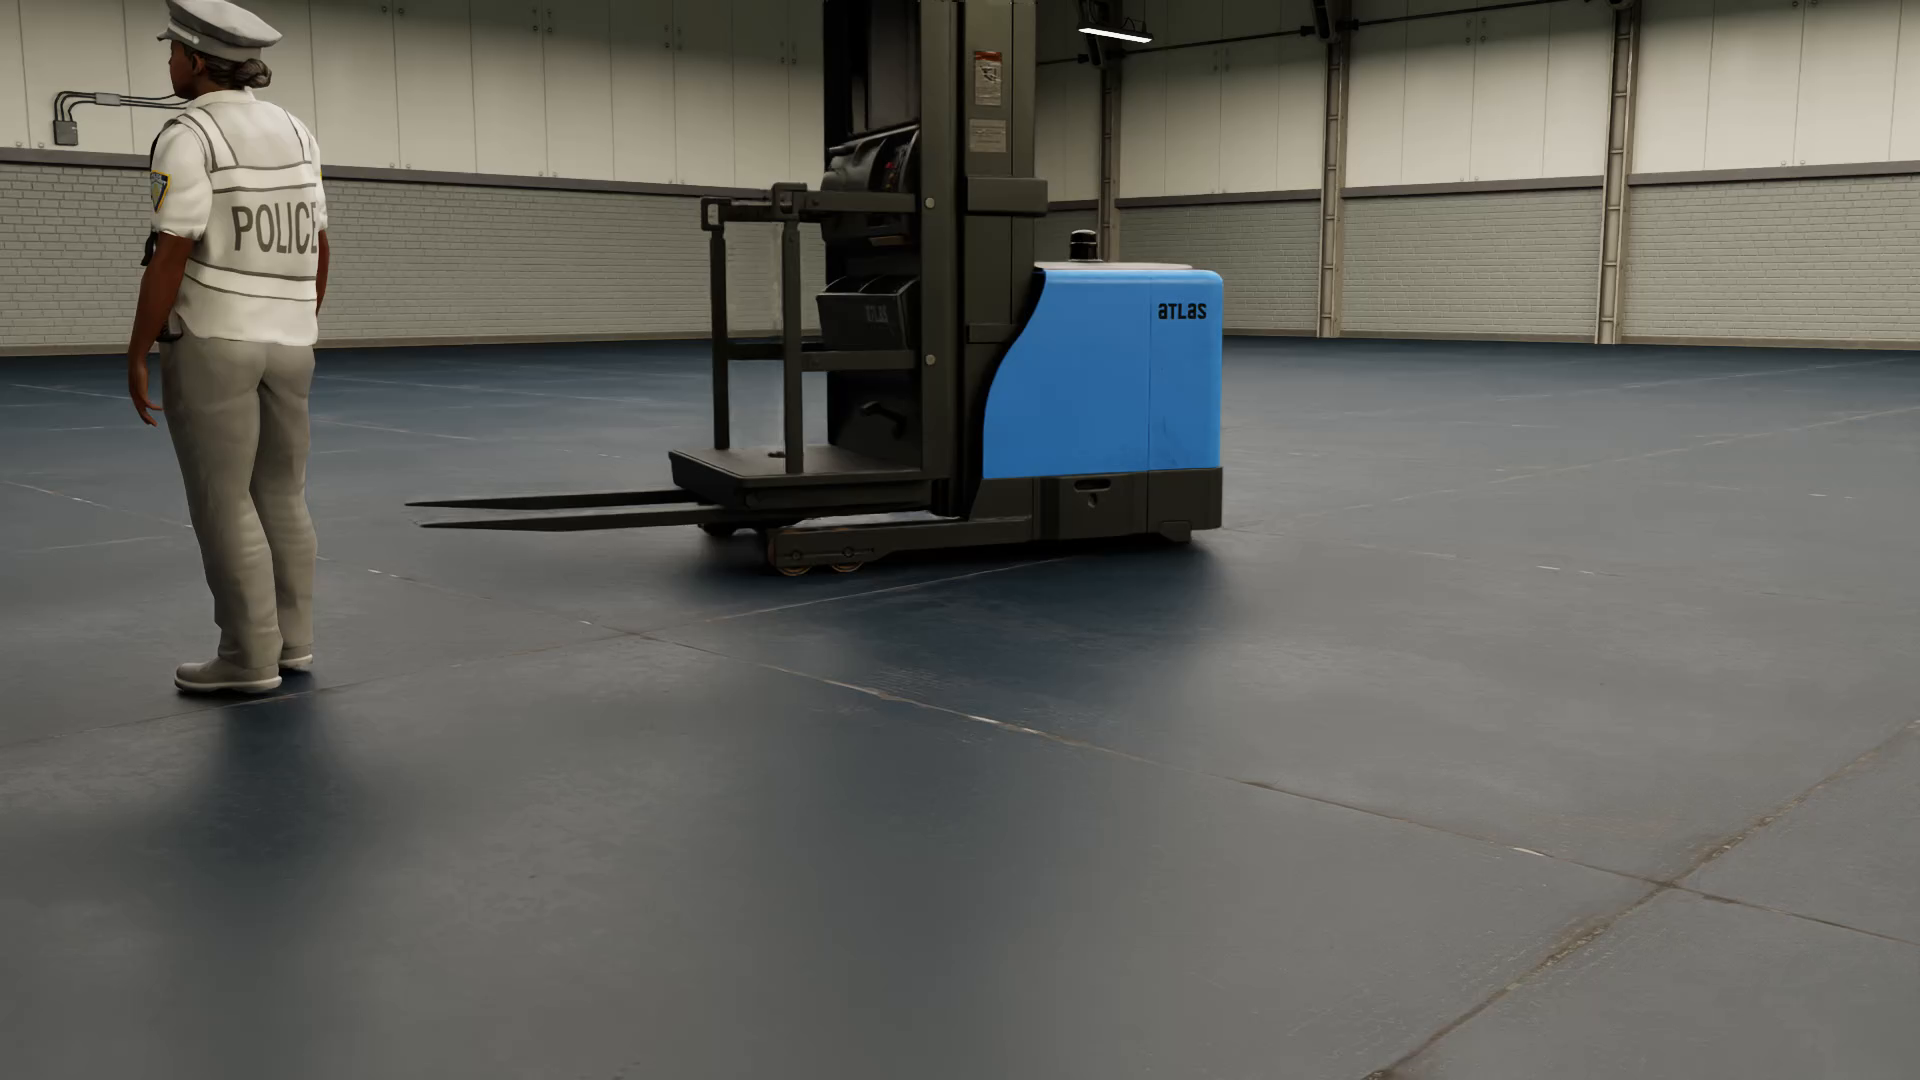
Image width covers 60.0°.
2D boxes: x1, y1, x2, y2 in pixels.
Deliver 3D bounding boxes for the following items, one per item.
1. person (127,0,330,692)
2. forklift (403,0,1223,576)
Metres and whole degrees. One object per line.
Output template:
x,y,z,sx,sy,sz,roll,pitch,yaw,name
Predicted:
-1.820,-0.467,4.089,0.531,1.692,0.567,4,9,24,person
-0.532,-1.410,6.238,3.031,2.935,1.130,-4,9,-23,forklift
